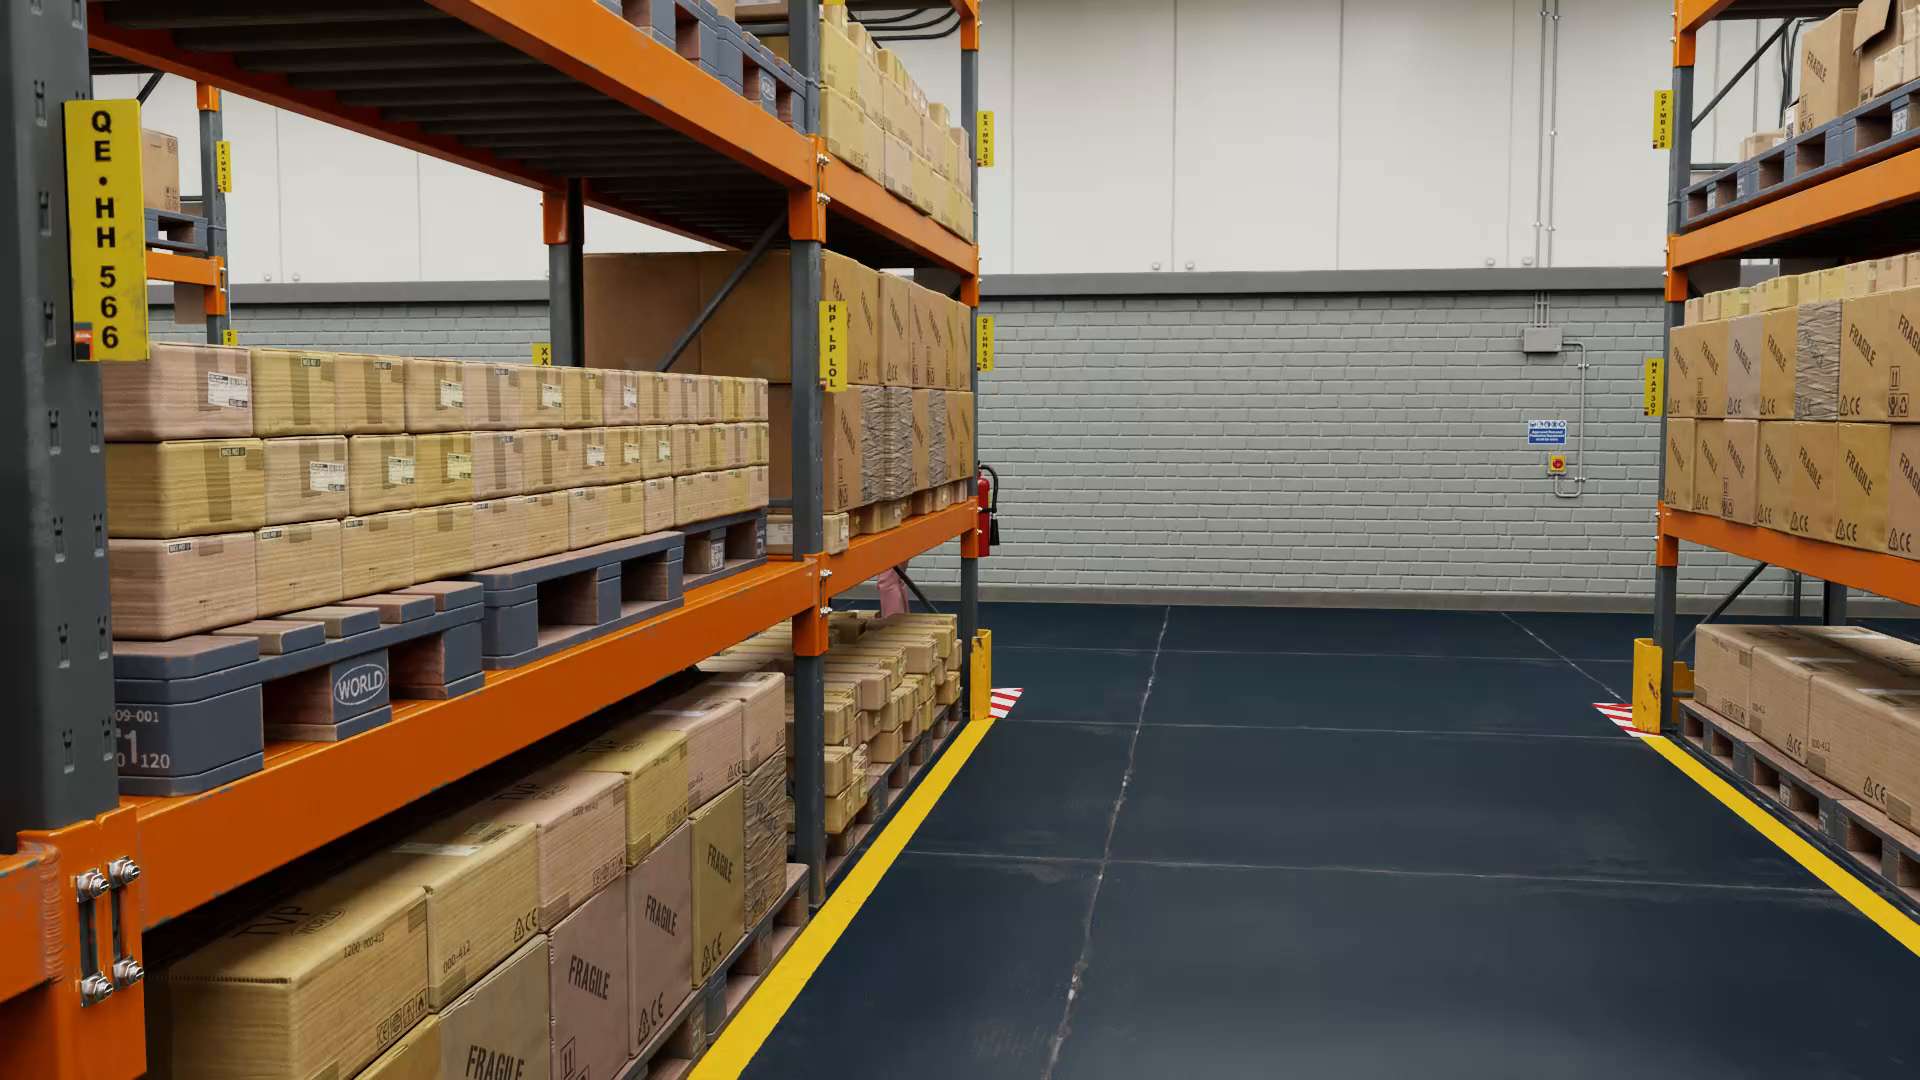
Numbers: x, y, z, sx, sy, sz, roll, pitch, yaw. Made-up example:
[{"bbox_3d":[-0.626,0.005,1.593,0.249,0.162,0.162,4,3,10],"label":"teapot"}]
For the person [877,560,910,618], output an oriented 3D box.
[{"bbox_3d":[-0.532,-0.008,13.049,0.356,1.660,0.499,1,5,9],"label":"person"}]
